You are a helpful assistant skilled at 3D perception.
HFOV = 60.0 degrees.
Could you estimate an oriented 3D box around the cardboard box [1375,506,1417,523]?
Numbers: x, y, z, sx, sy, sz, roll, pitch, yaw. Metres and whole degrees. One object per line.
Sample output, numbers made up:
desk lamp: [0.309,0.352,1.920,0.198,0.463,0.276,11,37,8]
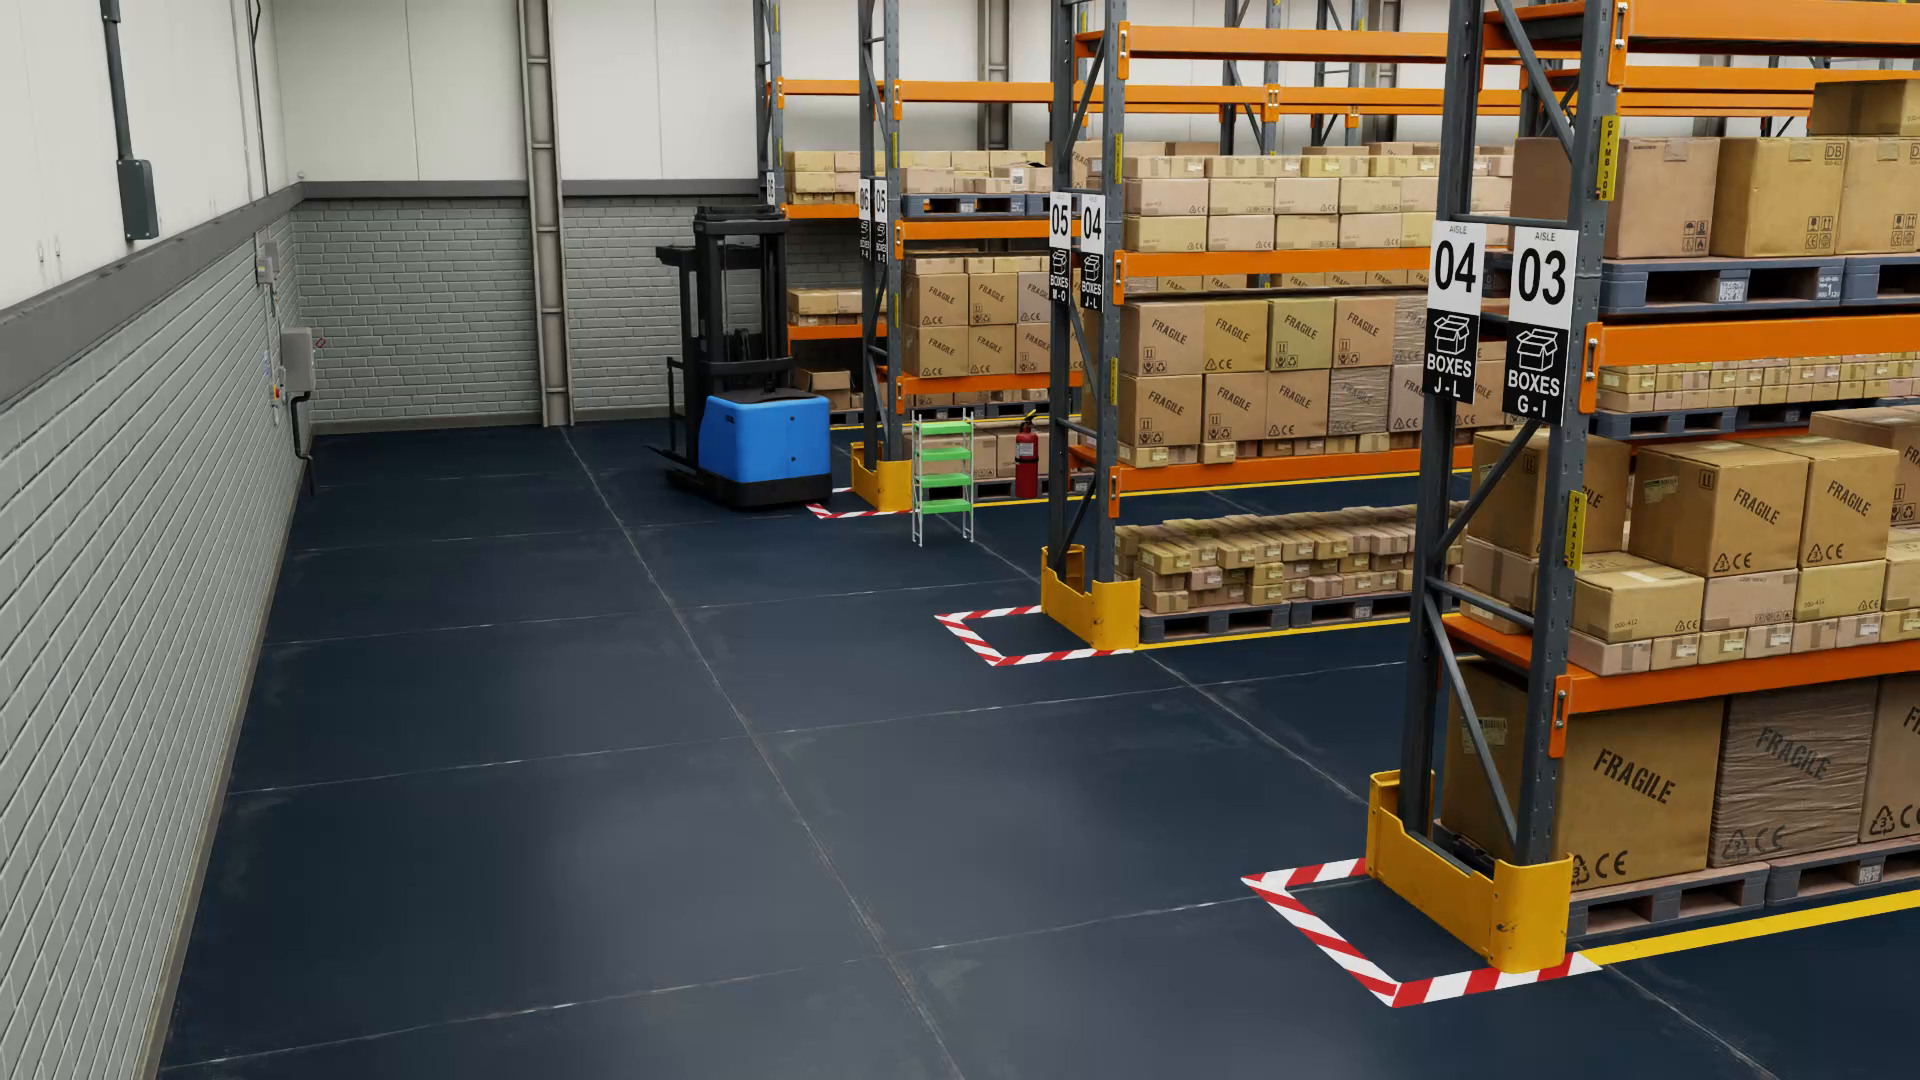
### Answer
cardboard box: [3.544,-0.156,13.393,0.250,0.149,0.380,-5,14,-20]

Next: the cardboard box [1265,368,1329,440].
cardboard box: [2.371,-1.040,12.281,0.500,0.500,0.500,-4,14,-17]

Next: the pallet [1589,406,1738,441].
pallet: [5.451,-1.022,13.478,1.213,0.211,1.003,-4,14,-18]

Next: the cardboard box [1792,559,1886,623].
cardboard box: [3.885,0.176,7.710,0.500,0.250,0.500,-5,14,-20]

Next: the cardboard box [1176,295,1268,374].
cardboard box: [1.876,-1.489,12.007,0.500,0.500,0.500,-4,14,-16]

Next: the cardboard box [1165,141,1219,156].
cardboard box: [2.382,-3.932,17.478,0.500,0.500,0.500,-4,14,-17]

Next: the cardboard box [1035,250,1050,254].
cardboard box: [0.938,-2.916,17.249,0.250,0.149,0.380,-4,14,-16]

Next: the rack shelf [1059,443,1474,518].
rack shelf: [2.785,-0.593,12.816,4.000,0.370,1.077,-4,14,-18]

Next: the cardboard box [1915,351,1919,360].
cardboard box: [7.915,-1.603,13.855,0.250,0.149,0.380,-5,14,-19]

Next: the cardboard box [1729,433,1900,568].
cardboard box: [3.880,-0.189,7.625,0.500,0.500,0.500,-5,14,-20]

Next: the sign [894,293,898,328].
sign: [-0.614,-2.211,16.022,0.005,0.325,0.100,-4,14,-18]

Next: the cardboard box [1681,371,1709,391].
cardboard box: [5.690,-1.284,13.160,0.250,0.149,0.380,-4,14,-17]

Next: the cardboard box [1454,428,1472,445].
cardboard box: [3.737,-0.843,12.853,0.250,0.149,0.380,-5,14,-20]

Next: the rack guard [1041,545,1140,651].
rack guard: [0.962,0.415,12.425,0.348,0.500,1.175,-4,14,-18]

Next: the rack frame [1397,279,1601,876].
rack frame: [2.376,0.300,7.507,0.127,3.000,1.000,-4,14,-18]

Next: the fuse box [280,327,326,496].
fuse box: [-6.654,-1.297,17.005,0.414,1.711,0.539,-4,14,-18]

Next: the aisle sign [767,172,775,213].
aisle sign: [-2.343,-4.157,20.628,0.004,0.787,0.394,-4,14,-18]

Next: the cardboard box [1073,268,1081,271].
cardboard box: [1.123,-2.795,16.740,0.250,0.149,0.380,-5,14,-19]

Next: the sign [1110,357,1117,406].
sign: [1.063,-1.098,11.512,0.005,0.325,0.100,-4,14,-18]

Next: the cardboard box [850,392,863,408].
cardboard box: [-1.347,-1.827,21.700,0.250,0.149,0.380,-5,14,-20]

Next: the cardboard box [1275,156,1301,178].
cardboard box: [2.238,-2.672,11.901,0.250,0.149,0.380,-4,14,-16]

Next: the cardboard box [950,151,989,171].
cardboard box: [0.057,-4.867,21.346,0.500,0.250,0.500,-4,14,-17]

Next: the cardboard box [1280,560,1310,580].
cardboard box: [2.448,0.179,12.625,0.250,0.149,0.380,-5,14,-21]

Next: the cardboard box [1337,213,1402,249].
cardboard box: [2.874,-2.273,12.167,0.500,0.250,0.500,-5,14,-18]

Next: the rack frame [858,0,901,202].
rack frame: [-0.785,-4.792,15.951,0.127,3.000,1.000,-4,14,-18]

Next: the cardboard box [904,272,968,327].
cardboard box: [-0.239,-2.382,16.404,0.500,0.500,0.500,-5,14,-19]

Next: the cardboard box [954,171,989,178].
cardboard box: [0.064,-4.622,21.398,0.500,0.250,0.500,-4,14,-17]

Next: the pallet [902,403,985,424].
pallet: [-0.390,-1.759,22.190,1.213,0.211,1.003,-4,14,-18]

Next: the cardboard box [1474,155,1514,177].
cardboard box: [4.006,-2.782,12.364,0.250,0.149,0.380,-4,14,-18]

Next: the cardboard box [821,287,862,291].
cardboard box: [-1.531,-3.164,21.750,0.500,0.250,0.500,-4,14,-18]

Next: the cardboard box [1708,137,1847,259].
cardboard box: [3.423,-1.526,7.363,0.500,0.500,0.700,-5,14,-20]

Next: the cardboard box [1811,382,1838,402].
cardboard box: [6.933,-1.237,13.605,0.250,0.149,0.380,-4,14,-16]

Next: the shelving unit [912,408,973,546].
shelving unit: [-0.157,-0.571,15.060,0.503,1.200,0.258,-4,14,-18]

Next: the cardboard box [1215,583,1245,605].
cardboard box: [1.943,0.362,12.501,0.250,0.149,0.380,-4,14,-17]

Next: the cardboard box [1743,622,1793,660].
cardboard box: [3.549,0.410,7.585,0.250,0.149,0.380,-5,14,-19]

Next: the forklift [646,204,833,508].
forklift: [-2.485,-2.033,17.463,1.130,2.935,3.031,-8,16,-31]

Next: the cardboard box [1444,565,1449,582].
cardboard box: [3.626,0.223,13.084,0.250,0.149,0.380,-5,14,-19]

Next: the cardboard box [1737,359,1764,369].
cardboard box: [6.187,-1.468,13.287,0.250,0.149,0.380,-5,14,-19]

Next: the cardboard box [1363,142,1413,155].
cardboard box: [5.975,-5.313,23.284,0.500,0.500,0.500,-4,14,-18]

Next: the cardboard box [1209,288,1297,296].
cardboard box: [2.214,-1.641,12.649,0.500,0.500,0.500,-4,14,-15]

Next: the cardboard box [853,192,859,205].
cardboard box: [-1.238,-4.308,20.939,0.250,0.149,0.380,-4,14,-17]

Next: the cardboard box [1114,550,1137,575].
cardboard box: [1.299,0.141,12.786,0.250,0.149,0.380,-5,14,-20]

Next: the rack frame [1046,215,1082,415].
rack frame: [1.419,-3.257,22.462,0.127,3.000,1.000,-4,14,-18]

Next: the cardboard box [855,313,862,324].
cardboard box: [-1.249,-2.865,21.356,0.250,0.149,0.380,-4,14,-16]

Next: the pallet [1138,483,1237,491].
pallet: [2.260,-0.773,18.045,1.213,0.211,1.003,-4,14,-18]

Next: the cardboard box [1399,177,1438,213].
cardboard box: [3.335,-2.555,12.271,0.500,0.250,0.500,-4,14,-16]

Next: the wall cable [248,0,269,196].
wall cable: [-7.176,-5.108,17.196,0.133,3.039,2.988,-4,14,-18]

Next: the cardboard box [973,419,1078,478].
cardboard box: [0.673,-0.972,17.482,0.875,0.438,0.875,-4,14,-17]

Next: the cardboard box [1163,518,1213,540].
cardboard box: [1.772,-0.050,12.945,0.250,0.149,0.380,-5,14,-19]

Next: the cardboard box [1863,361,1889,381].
cardboard box: [7.410,-1.418,13.722,0.250,0.149,0.380,-4,14,-18]

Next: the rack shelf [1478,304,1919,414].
rack shelf: [4.271,-0.957,7.864,4.000,0.370,1.077,-4,14,-18]

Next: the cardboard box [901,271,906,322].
cardboard box: [-0.404,-2.497,16.887,0.500,0.500,0.500,-4,14,-16]

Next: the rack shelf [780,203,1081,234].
rack shelf: [-0.476,-4.219,21.577,4.000,0.370,1.077,-4,14,-18]

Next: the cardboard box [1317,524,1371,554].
cardboard box: [2.943,-0.007,12.767,0.250,0.149,0.380,-4,14,-18]

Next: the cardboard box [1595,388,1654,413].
cardboard box: [5.201,-1.101,13.032,0.250,0.149,0.380,-5,14,-21]

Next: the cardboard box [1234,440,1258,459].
cardboard box: [2.003,-0.710,12.298,0.250,0.149,0.380,-4,14,-15]
